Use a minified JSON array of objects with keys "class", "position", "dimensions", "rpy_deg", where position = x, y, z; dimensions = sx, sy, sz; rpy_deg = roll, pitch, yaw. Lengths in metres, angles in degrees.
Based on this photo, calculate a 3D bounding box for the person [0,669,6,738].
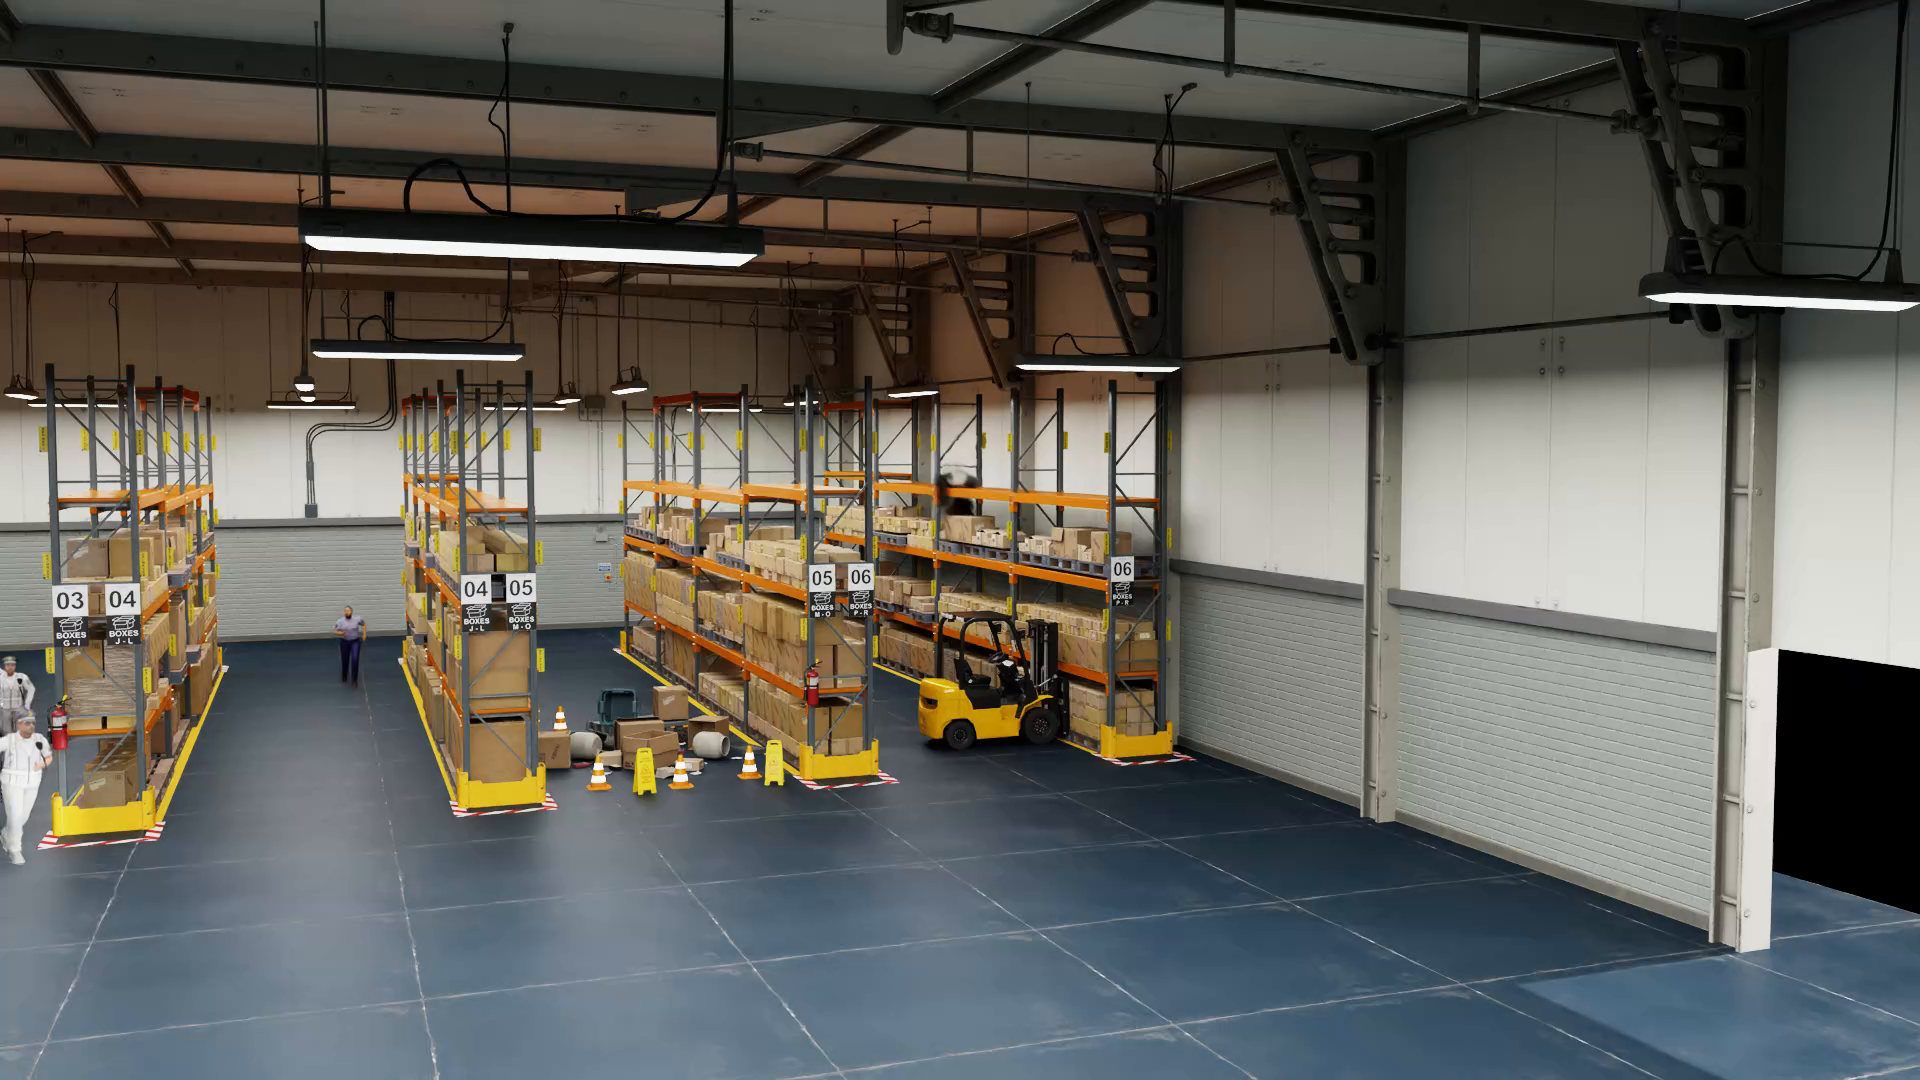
[{"class":"person","position":[-15.444,2.638,26.524],"dimensions":[0.607,1.624,0.547],"rpy_deg":[-2,4,-30]}]

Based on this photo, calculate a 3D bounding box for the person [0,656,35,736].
[{"class":"person","position":[-14.867,2.646,26.059],"dimensions":[0.631,1.658,0.513],"rpy_deg":[-2,4,-25]}]

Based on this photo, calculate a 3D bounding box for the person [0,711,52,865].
[{"class":"person","position":[-11.341,2.977,20.109],"dimensions":[0.834,1.833,0.679],"rpy_deg":[2,4,36]}]

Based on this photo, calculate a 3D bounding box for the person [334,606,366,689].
[{"class":"person","position":[-12.544,2.188,34.222],"dimensions":[0.613,1.692,0.888],"rpy_deg":[-1,3,-17]}]
